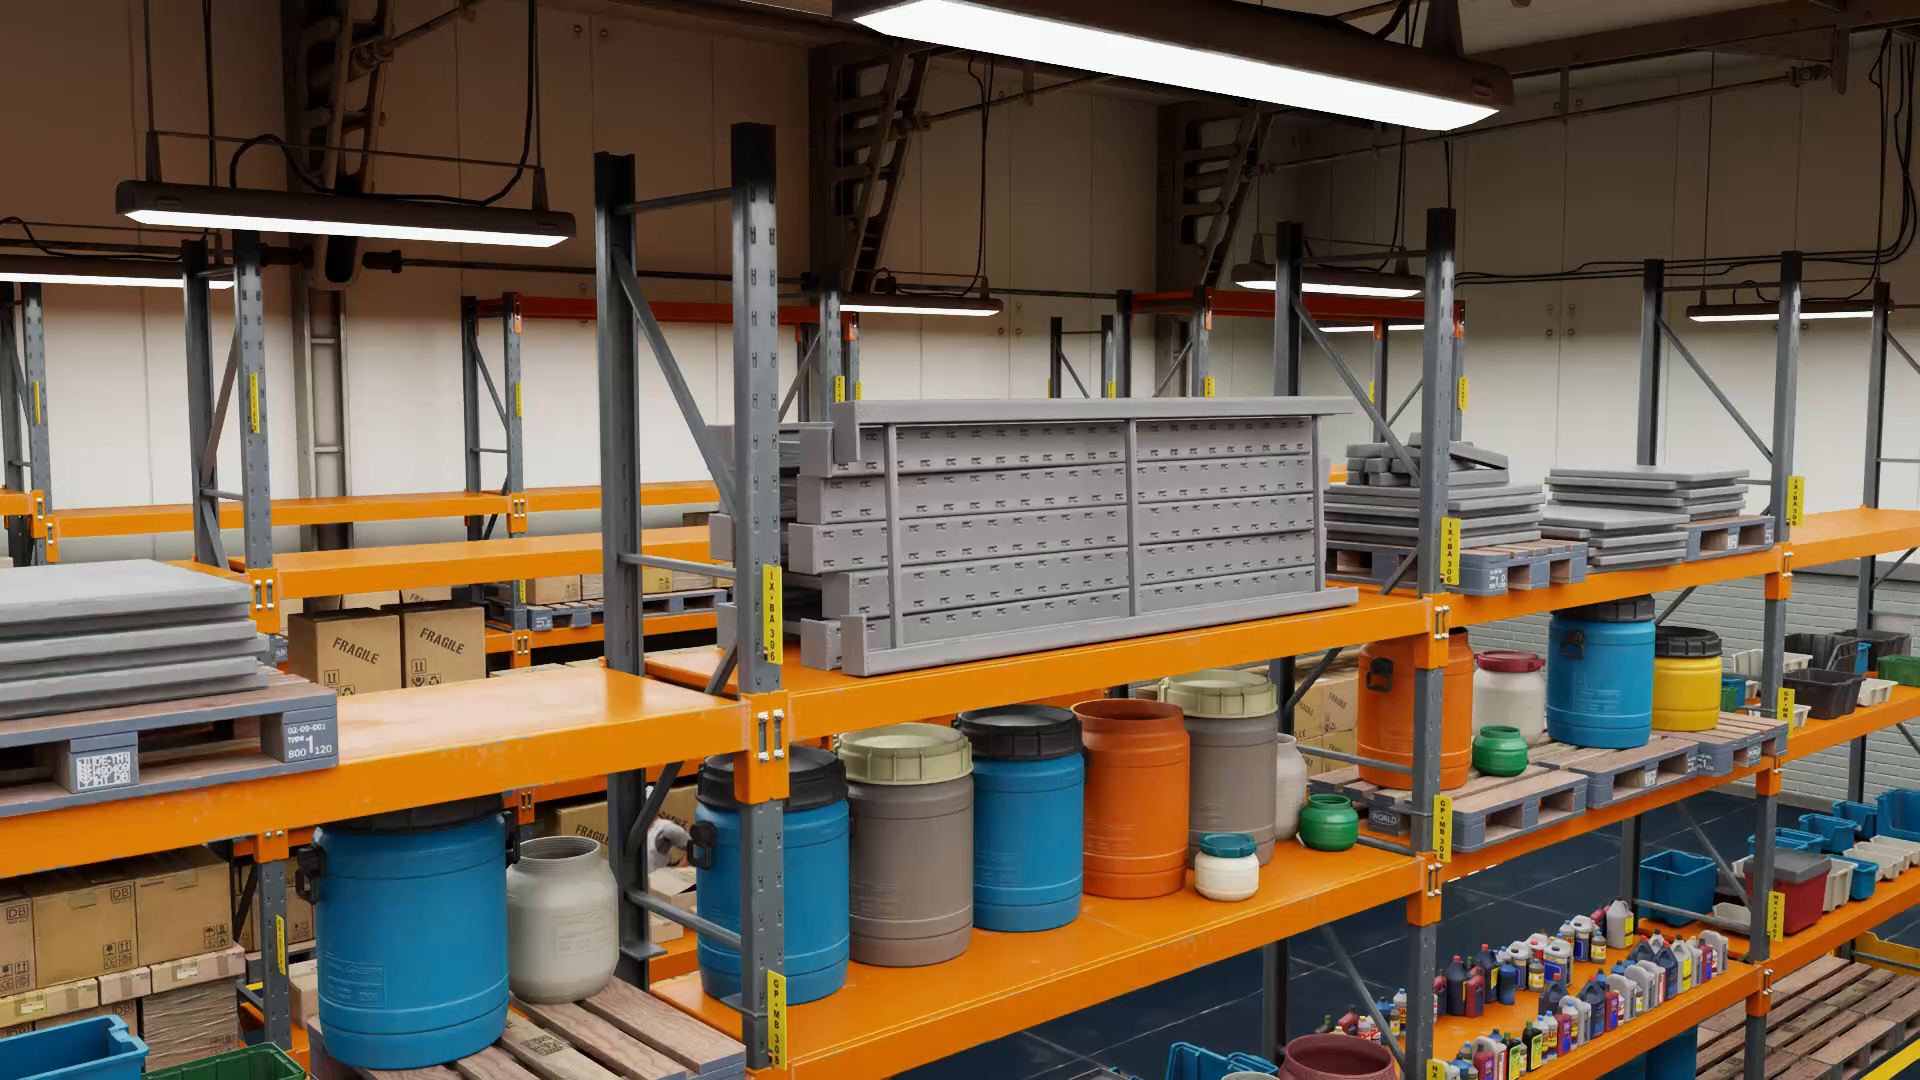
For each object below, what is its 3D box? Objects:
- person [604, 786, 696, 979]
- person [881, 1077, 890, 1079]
[{"bbox_3d":[-2.609,2.966,13.888,0.634,1.830,0.713,5,7,44],"label":"person"},{"bbox_3d":[-0.472,3.461,8.661,0.752,1.830,0.644,-5,8,-44],"label":"person"}]
